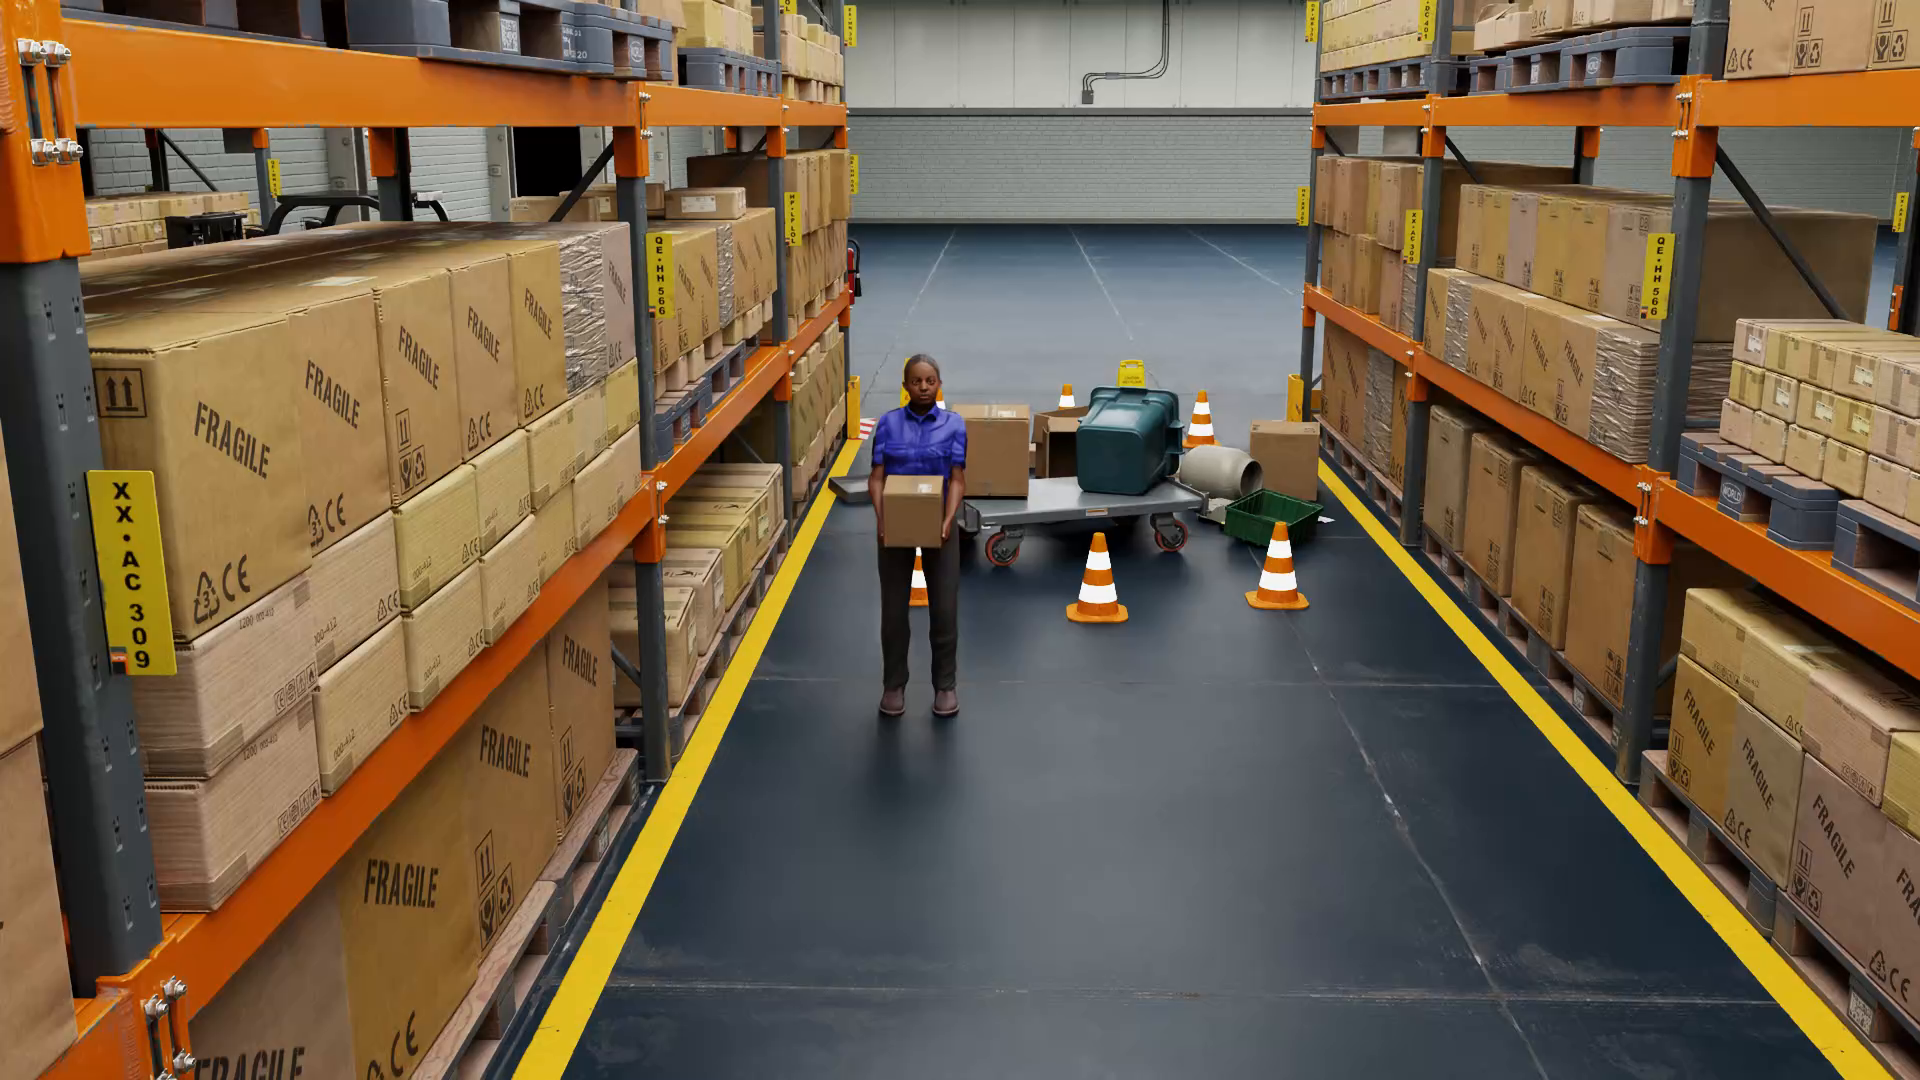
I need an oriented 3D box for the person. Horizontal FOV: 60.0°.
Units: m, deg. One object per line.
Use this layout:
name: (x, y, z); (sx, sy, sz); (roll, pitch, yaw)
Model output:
person: (-0.195, -0.002, 7.543); (0.451, 1.650, 0.518); (1, 14, 3)
